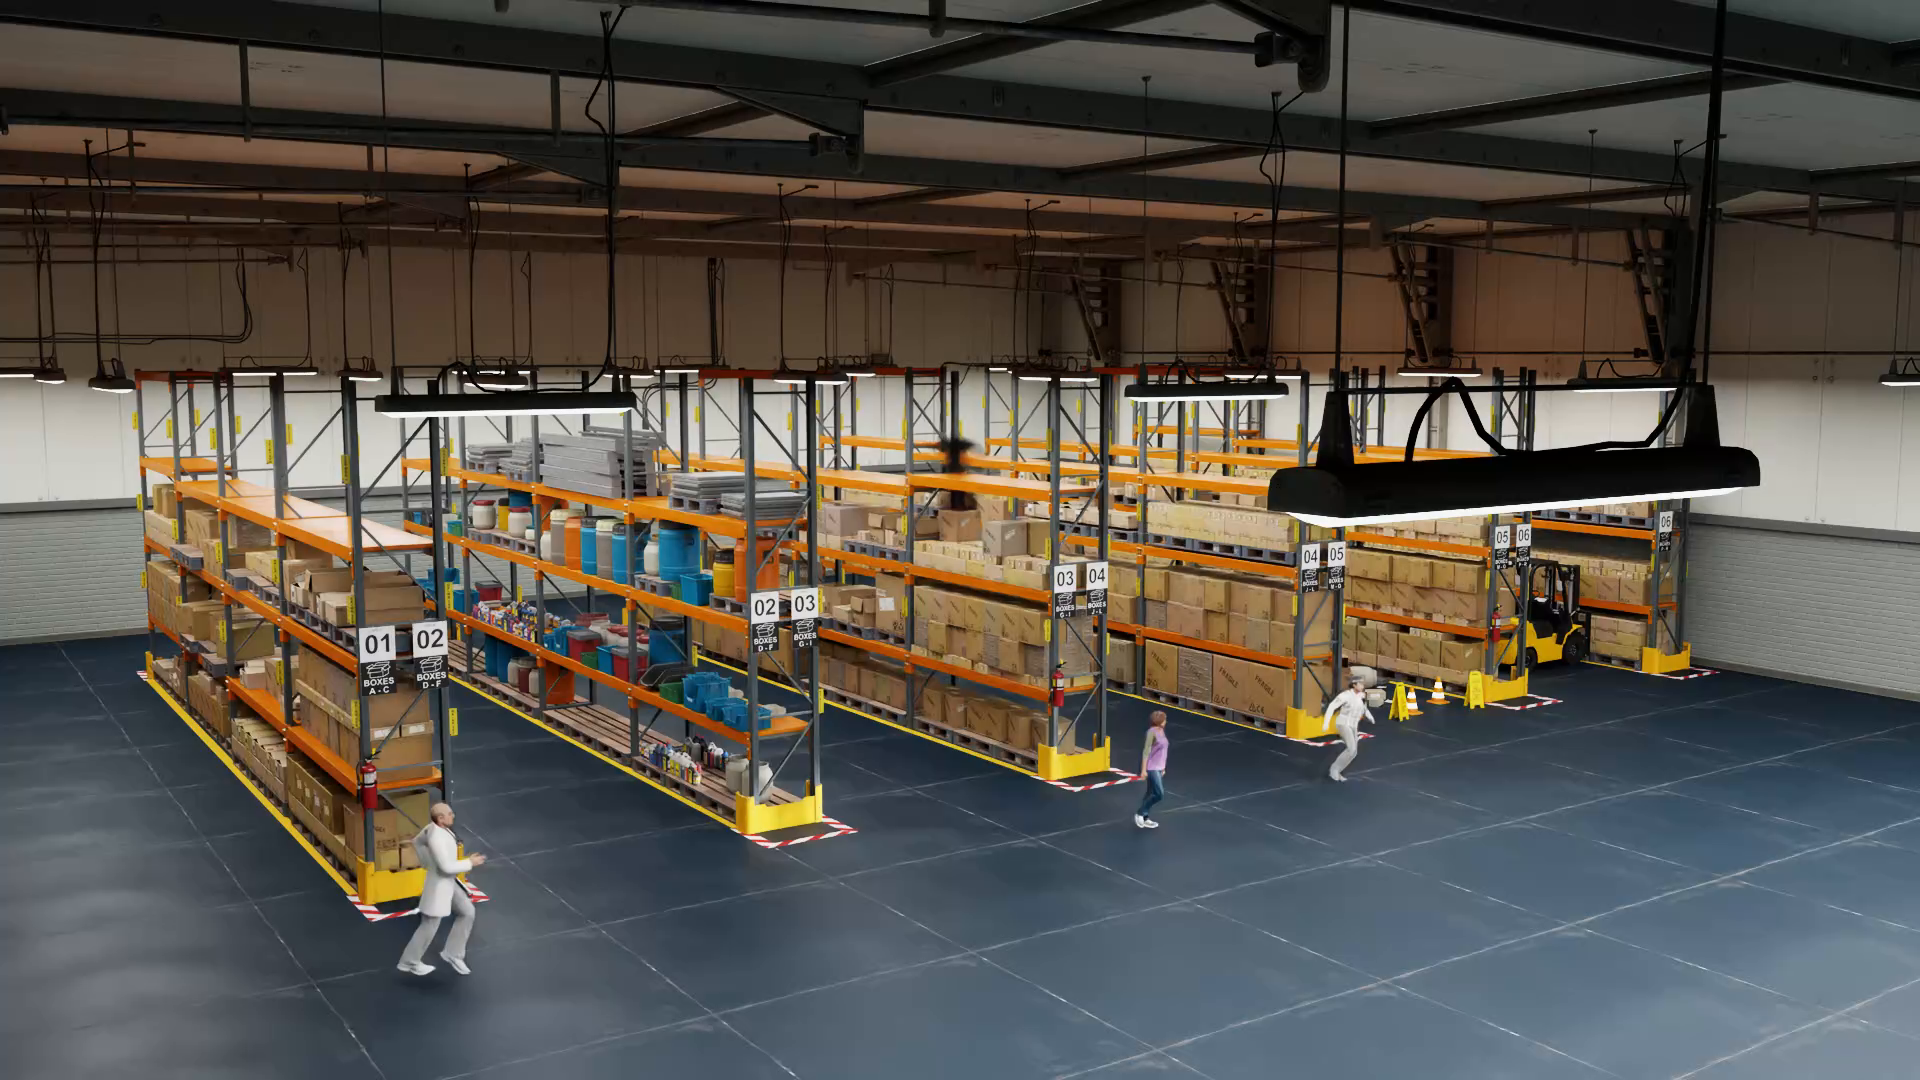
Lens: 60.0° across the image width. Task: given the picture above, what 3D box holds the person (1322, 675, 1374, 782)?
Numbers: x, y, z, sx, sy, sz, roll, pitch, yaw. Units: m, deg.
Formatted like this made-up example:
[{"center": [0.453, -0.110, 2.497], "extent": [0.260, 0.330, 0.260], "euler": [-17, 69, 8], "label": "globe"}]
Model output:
[{"center": [5.811, 2.794, 24.614], "extent": [0.787, 1.611, 0.581], "euler": [-6, 9, -44], "label": "person"}]

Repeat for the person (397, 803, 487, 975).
[{"center": [-5.251, 3.561, 16.833], "extent": [0.911, 1.837, 0.653], "euler": [-1, 7, -8], "label": "person"}]

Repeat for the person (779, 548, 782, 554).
[{"center": [-4.402, 0.998, 40.161], "extent": [0.614, 1.661, 0.883], "euler": [0, 6, 4], "label": "person"}]

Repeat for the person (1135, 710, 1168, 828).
[{"center": [2.544, 3.044, 22.056], "extent": [0.408, 1.584, 0.497], "euler": [3, 7, 24], "label": "person"}]
